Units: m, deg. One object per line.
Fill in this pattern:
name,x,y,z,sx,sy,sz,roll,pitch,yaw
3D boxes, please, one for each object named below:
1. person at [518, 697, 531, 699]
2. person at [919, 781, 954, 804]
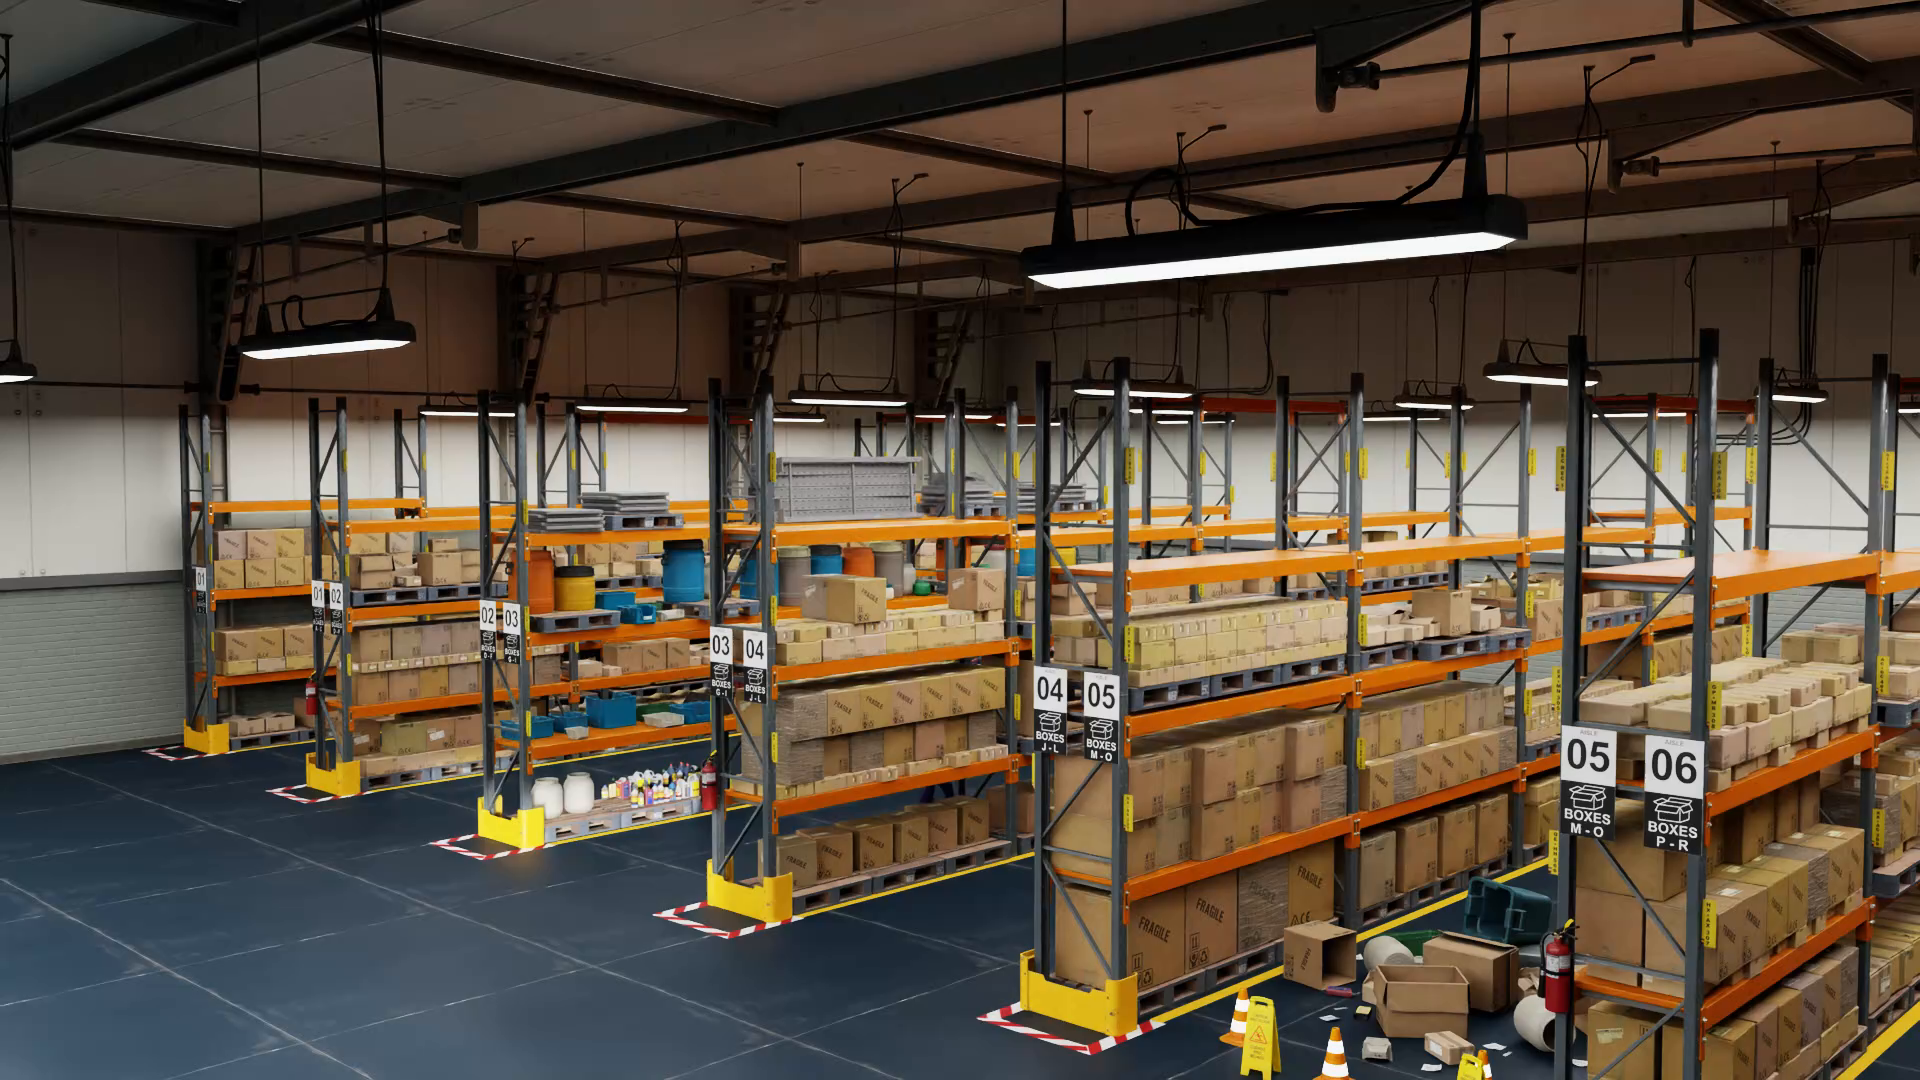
person,-7.749,2.775,29.604,0.786,1.675,0.685,-3,4,-44
person,-0.386,3.099,23.489,0.892,1.609,0.552,-1,3,-19
